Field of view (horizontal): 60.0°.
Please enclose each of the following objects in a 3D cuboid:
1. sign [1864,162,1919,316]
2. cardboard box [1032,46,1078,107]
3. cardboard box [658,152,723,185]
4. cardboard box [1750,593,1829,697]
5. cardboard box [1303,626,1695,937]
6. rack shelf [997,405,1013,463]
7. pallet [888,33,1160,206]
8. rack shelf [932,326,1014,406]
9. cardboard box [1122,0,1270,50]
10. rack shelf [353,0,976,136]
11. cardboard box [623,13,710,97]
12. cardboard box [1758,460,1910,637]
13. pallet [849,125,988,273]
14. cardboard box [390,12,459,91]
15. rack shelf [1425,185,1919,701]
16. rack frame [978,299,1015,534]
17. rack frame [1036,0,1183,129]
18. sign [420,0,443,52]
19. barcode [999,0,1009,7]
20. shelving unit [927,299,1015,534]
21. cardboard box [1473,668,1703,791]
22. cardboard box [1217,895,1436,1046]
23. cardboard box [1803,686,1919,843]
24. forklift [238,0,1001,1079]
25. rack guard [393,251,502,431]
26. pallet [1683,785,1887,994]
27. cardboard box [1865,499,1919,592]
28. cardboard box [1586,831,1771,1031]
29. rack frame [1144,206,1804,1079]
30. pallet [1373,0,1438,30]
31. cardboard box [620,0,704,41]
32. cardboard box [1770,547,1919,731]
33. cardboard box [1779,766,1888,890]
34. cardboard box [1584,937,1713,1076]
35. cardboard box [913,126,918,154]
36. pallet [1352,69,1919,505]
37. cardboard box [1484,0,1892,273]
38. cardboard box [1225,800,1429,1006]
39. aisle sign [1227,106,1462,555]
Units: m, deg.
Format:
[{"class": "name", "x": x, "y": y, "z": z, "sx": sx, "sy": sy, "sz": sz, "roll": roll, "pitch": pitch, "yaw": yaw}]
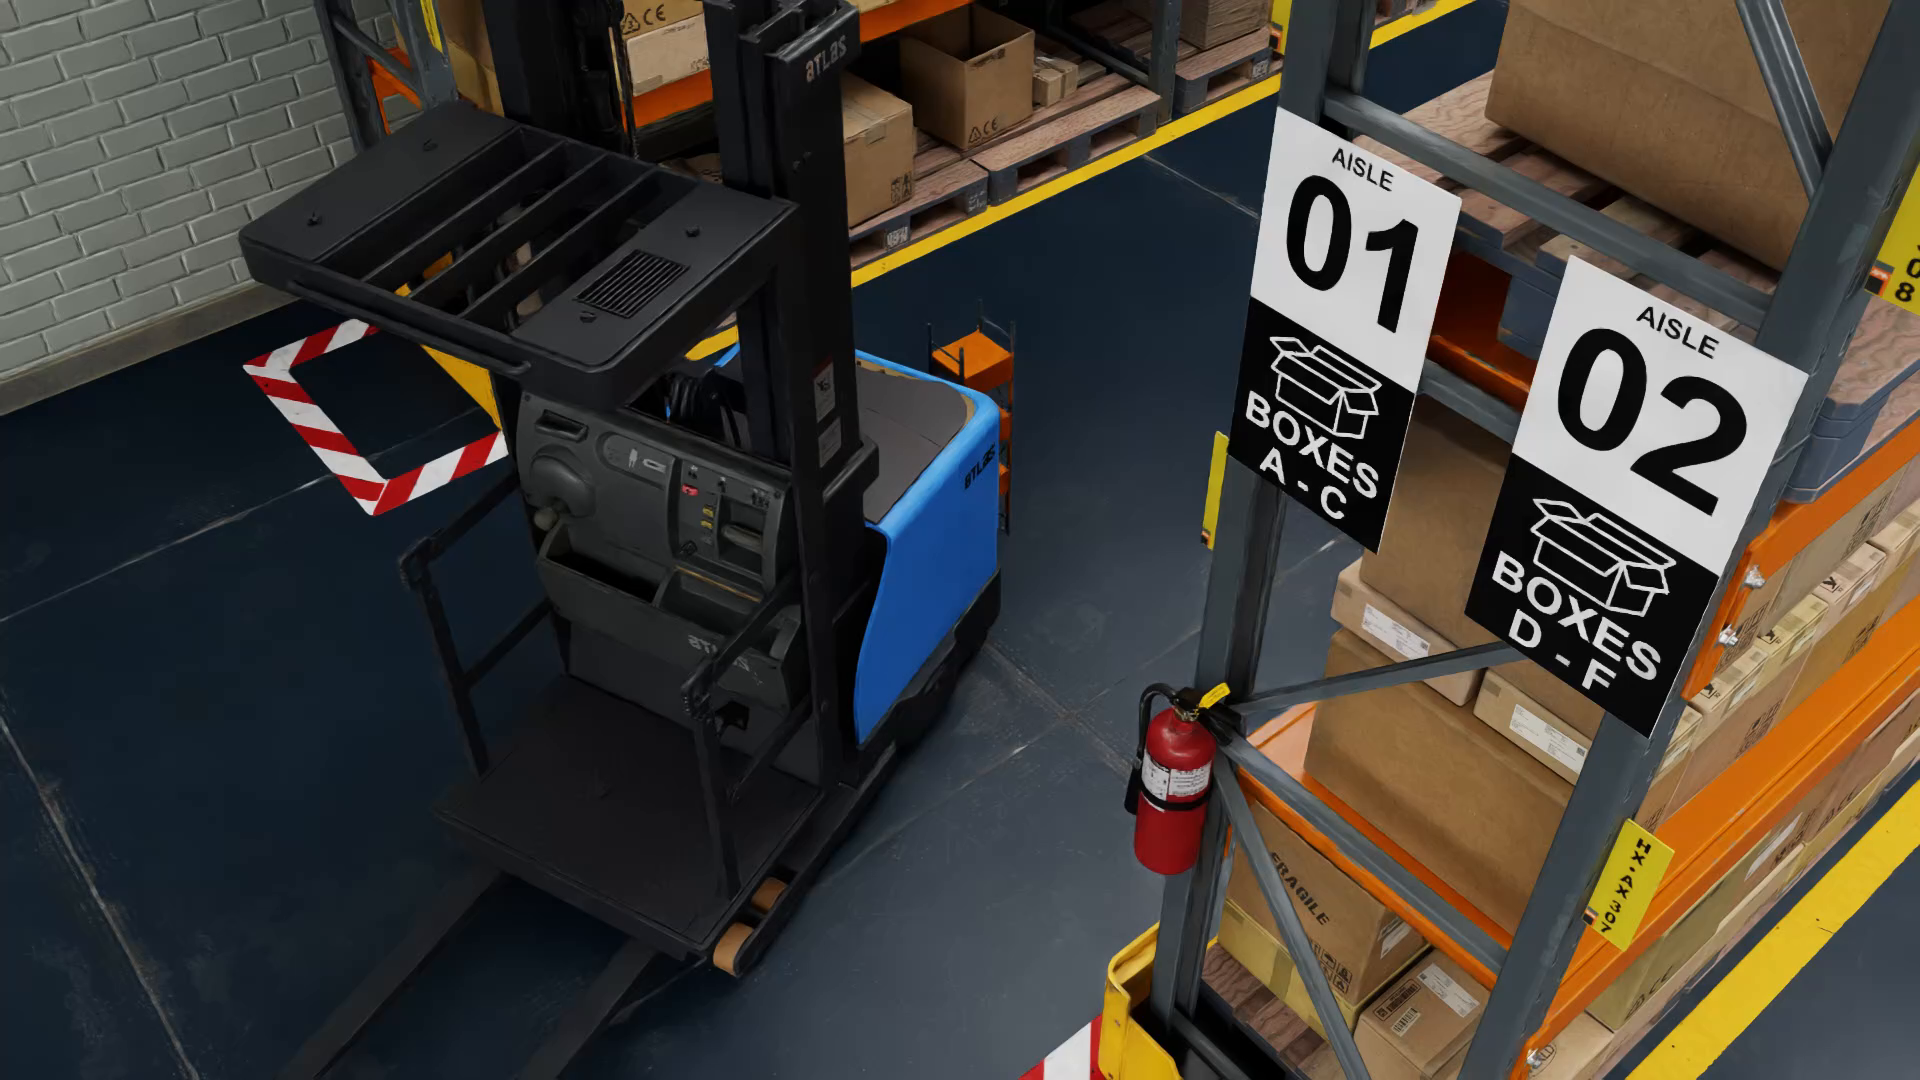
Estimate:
[{"class": "sign", "x": 1.268, "y": -0.436, "z": 2.136, "sx": 0.005, "sy": 0.325, "sz": 0.100, "roll": -30, "pitch": 51, "yaw": -28}, {"class": "cardboard box", "x": 0.413, "y": -2.523, "z": 8.993, "sx": 0.380, "sy": 0.166, "sz": 0.250, "roll": 32, "pitch": 52, "yaw": 30}, {"class": "cardboard box", "x": -1.238, "y": -1.576, "z": 7.880, "sx": 0.500, "sy": 0.311, "sz": 0.500, "roll": -26, "pitch": 49, "yaw": -25}, {"class": "cardboard box", "x": 1.749, "y": 0.152, "z": 3.850, "sx": 0.250, "sy": 0.149, "sz": 0.380, "roll": -30, "pitch": 51, "yaw": -28}, {"class": "cardboard box", "x": 1.283, "y": 0.476, "z": 3.979, "sx": 0.500, "sy": 0.500, "sz": 0.700, "roll": -30, "pitch": 51, "yaw": -28}, {"class": "rack shelf", "x": 0.041, "y": -0.398, "z": 6.423, "sx": 0.240, "sy": 0.259, "sz": 0.215, "roll": -30, "pitch": 51, "yaw": -28}, {"class": "pallet", "x": 0.312, "y": -2.316, "z": 9.061, "sx": 1.213, "sy": 0.211, "sz": 1.003, "roll": -30, "pitch": 51, "yaw": -28}, {"class": "rack shelf", "x": 0.041, "y": -0.605, "z": 6.229, "sx": 0.240, "sy": 0.259, "sz": 0.215, "roll": -30, "pitch": 51, "yaw": -28}, {"class": "cardboard box", "x": 1.358, "y": -3.227, "z": 9.499, "sx": 0.500, "sy": 0.500, "sz": 0.700, "roll": -28, "pitch": 50, "yaw": -27}, {"class": "rack shelf", "x": -0.730, "y": -2.505, "z": 7.752, "sx": 4.000, "sy": 0.370, "sz": 1.077, "roll": -30, "pitch": 51, "yaw": -28}, {"class": "cardboard box", "x": -1.297, "y": -2.125, "z": 6.916, "sx": 0.500, "sy": 0.250, "sz": 0.500, "roll": -31, "pitch": 52, "yaw": -29}, {"class": "cardboard box", "x": 1.724, "y": -0.254, "z": 3.809, "sx": 0.500, "sy": 0.500, "sz": 0.700, "roll": -31, "pitch": 51, "yaw": -29}, {"class": "pallet", "x": -0.625, "y": -1.777, "z": 8.488, "sx": 1.213, "sy": 0.211, "sz": 1.003, "roll": -30, "pitch": 51, "yaw": -28}, {"class": "cardboard box", "x": -2.030, "y": -2.148, "z": 6.941, "sx": 0.500, "sy": 0.250, "sz": 0.500, "roll": -29, "pitch": 50, "yaw": -27}, {"class": "rack shelf", "x": 2.451, "y": -0.999, "z": 3.957, "sx": 4.000, "sy": 0.370, "sz": 1.077, "roll": -30, "pitch": 51, "yaw": -28}, {"class": "rack frame", "x": 0.135, "y": -0.460, "z": 6.473, "sx": 0.008, "sy": 1.050, "sz": 0.200, "roll": -30, "pitch": 51, "yaw": -28}, {"class": "rack frame", "x": 0.804, "y": -3.646, "z": 8.441, "sx": 0.127, "sy": 3.000, "sz": 1.000, "roll": -30, "pitch": 51, "yaw": -28}, {"class": "sign", "x": -1.916, "y": -1.919, "z": 5.970, "sx": 0.005, "sy": 0.325, "sz": 0.100, "roll": -30, "pitch": 51, "yaw": -28}, {"class": "barcode", "x": 0.236, "y": -2.900, "z": 8.918, "sx": 0.075, "sy": 0.075, "sz": 0.001, "roll": -30, "pitch": 51, "yaw": -28}, {"class": "shelving unit", "x": 0.041, "y": -0.406, "z": 6.416, "sx": 0.252, "sy": 1.050, "sz": 0.215, "roll": -30, "pitch": 51, "yaw": -28}, {"class": "cardboard box", "x": 1.356, "y": 0.379, "z": 3.609, "sx": 0.250, "sy": 0.149, "sz": 0.380, "roll": -30, "pitch": 51, "yaw": -28}, {"class": "cardboard box", "x": 1.139, "y": 1.169, "z": 5.016, "sx": 0.500, "sy": 0.250, "sz": 0.500, "roll": -30, "pitch": 51, "yaw": -28}, {"class": "cardboard box", "x": 2.623, "y": 0.511, "z": 5.169, "sx": 0.500, "sy": 0.500, "sz": 0.500, "roll": -30, "pitch": 51, "yaw": -28}, {"class": "forklift", "x": -1.003, "y": -0.051, "z": 4.664, "sx": 1.130, "sy": 2.935, "sz": 3.031, "roll": 21, "pitch": 47, "yaw": 21}, {"class": "rack guard", "x": -2.206, "y": -1.011, "z": 7.461, "sx": 0.348, "sy": 0.500, "sz": 1.175, "roll": -30, "pitch": 51, "yaw": -28}, {"class": "pallet", "x": 2.412, "y": 0.836, "z": 5.705, "sx": 1.213, "sy": 0.211, "sz": 1.003, "roll": -30, "pitch": 51, "yaw": -28}, {"class": "cardboard box", "x": 2.147, "y": -0.076, "z": 4.093, "sx": 0.250, "sy": 0.149, "sz": 0.380, "roll": -32, "pitch": 52, "yaw": -29}, {"class": "cardboard box", "x": 1.853, "y": 0.947, "z": 4.704, "sx": 0.500, "sy": 0.500, "sz": 0.500, "roll": -30, "pitch": 51, "yaw": -28}, {"class": "rack frame", "x": 0.917, "y": 0.711, "z": 3.802, "sx": 0.127, "sy": 3.000, "sz": 1.000, "roll": -30, "pitch": 51, "yaw": -28}, {"class": "pallet", "x": 2.337, "y": -3.511, "z": 10.334, "sx": 1.213, "sy": 0.211, "sz": 1.003, "roll": -30, "pitch": 51, "yaw": -28}, {"class": "cardboard box", "x": -1.320, "y": -2.378, "z": 6.639, "sx": 0.500, "sy": 0.500, "sz": 0.500, "roll": -30, "pitch": 51, "yaw": -28}, {"class": "cardboard box", "x": 2.068, "y": 0.028, "z": 4.456, "sx": 0.500, "sy": 0.500, "sz": 0.700, "roll": -29, "pitch": 51, "yaw": -28}, {"class": "cardboard box", "x": 2.623, "y": 0.783, "z": 5.427, "sx": 0.500, "sy": 0.250, "sz": 0.500, "roll": -30, "pitch": 51, "yaw": -28}, {"class": "cardboard box", "x": 1.852, "y": 1.220, "z": 4.962, "sx": 0.500, "sy": 0.250, "sz": 0.500, "roll": -30, "pitch": 51, "yaw": -28}, {"class": "cardboard box", "x": -0.436, "y": -2.075, "z": 8.529, "sx": 0.250, "sy": 0.149, "sz": 0.380, "roll": -34, "pitch": 53, "yaw": -31}, {"class": "pallet", "x": 1.476, "y": -0.647, "z": 3.122, "sx": 1.213, "sy": 0.211, "sz": 1.003, "roll": -30, "pitch": 51, "yaw": -28}, {"class": "cardboard box", "x": 1.360, "y": -0.874, "z": 2.814, "sx": 0.637, "sy": 0.503, "sz": 0.797, "roll": -26, "pitch": 49, "yaw": -25}, {"class": "cardboard box", "x": 1.137, "y": 0.895, "z": 4.760, "sx": 0.500, "sy": 0.500, "sz": 0.500, "roll": -30, "pitch": 51, "yaw": -28}, {"class": "aisle sign", "x": 0.678, "y": -0.362, "z": 3.046, "sx": 0.004, "sy": 0.787, "sz": 0.394, "roll": -30, "pitch": 51, "yaw": -28}]
